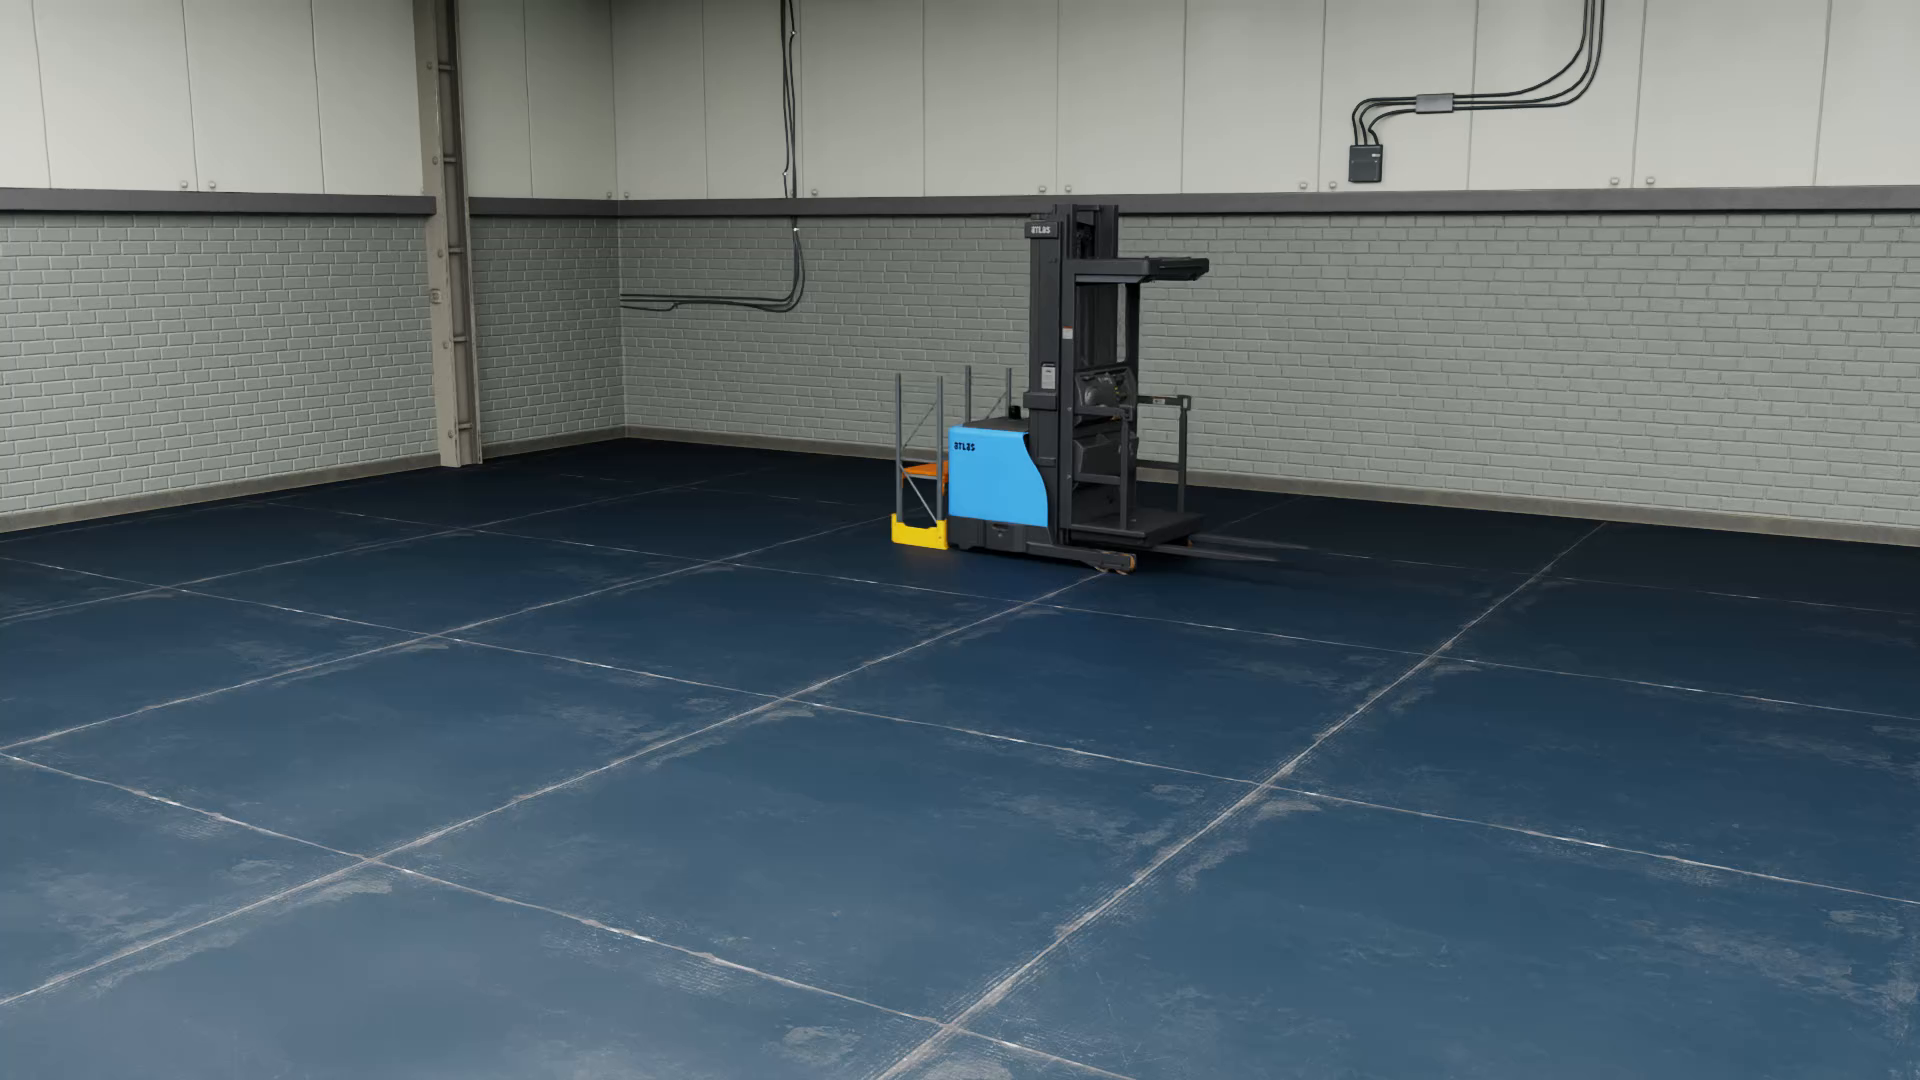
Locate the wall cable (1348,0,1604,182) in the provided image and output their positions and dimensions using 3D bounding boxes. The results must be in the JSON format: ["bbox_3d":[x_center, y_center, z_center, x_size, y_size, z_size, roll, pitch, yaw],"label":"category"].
[{"bbox_3d":[4.870,-6.417,15.448,2.305,6.003,0.169,6,12,31],"label":"wall cable"}]

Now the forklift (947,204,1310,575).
[{"bbox_3d":[1.384,-1.273,13.705,3.031,2.935,1.130,7,13,34],"label":"forklift"}]

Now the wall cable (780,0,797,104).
[{"bbox_3d":[-0.923,-6.352,19.059,3.097,2.526,0.112,6,12,31],"label":"wall cable"}]

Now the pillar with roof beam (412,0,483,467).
[{"bbox_3d":[-2.216,-4.906,16.622,9.100,9.000,0.400,6,12,31],"label":"pillar with roof beam"}]

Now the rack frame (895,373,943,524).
[{"bbox_3d":[-0.355,-0.694,14.499,0.500,1.500,0.032,8,13,36],"label":"rack frame"}]

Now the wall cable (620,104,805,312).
[{"bbox_3d":[-3.235,-4.128,20.905,3.097,2.526,0.112,6,12,31],"label":"wall cable"}]

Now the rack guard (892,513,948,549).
[{"bbox_3d":[-0.355,-0.080,14.614,0.587,0.250,0.087,8,13,36],"label":"rack guard"}]

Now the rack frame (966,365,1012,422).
[{"bbox_3d":[0.260,-0.843,15.294,0.500,1.500,0.032,8,13,36],"label":"rack frame"}]

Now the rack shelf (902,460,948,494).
[{"bbox_3d":[-0.048,-0.591,14.929,0.538,0.185,1.000,8,13,36],"label":"rack shelf"}]

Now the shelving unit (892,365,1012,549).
[{"bbox_3d":[-0.053,-0.767,14.889,0.587,1.500,1.083,8,13,36],"label":"shelving unit"}]
